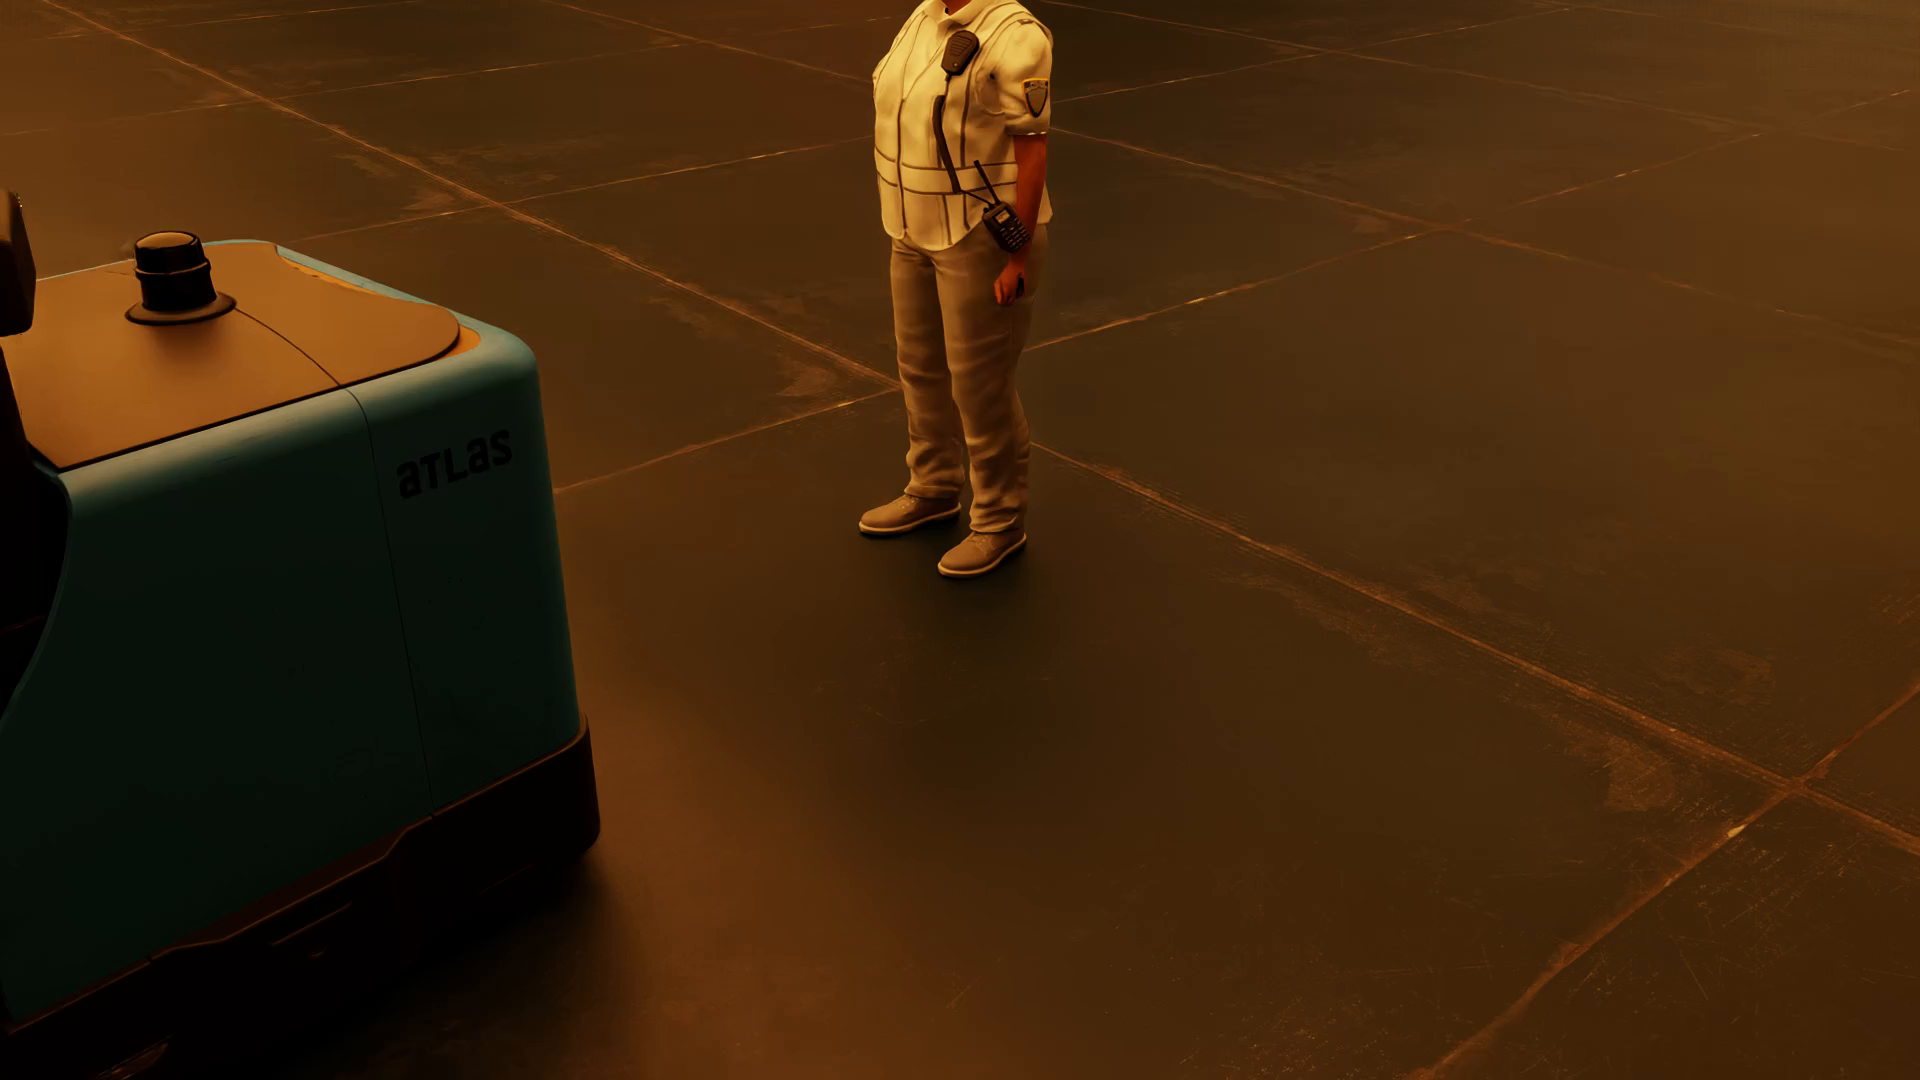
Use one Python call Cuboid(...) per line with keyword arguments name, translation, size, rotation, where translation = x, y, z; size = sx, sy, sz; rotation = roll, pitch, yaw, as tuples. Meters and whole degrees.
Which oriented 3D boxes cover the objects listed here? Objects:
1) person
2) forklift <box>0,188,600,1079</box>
Cuboid(name="person", translation=(-0.007, -0.743, 4.134), size=(0.394, 1.668, 0.483), rotation=(-20, 33, -35))
Cuboid(name="forklift", translation=(-2.047, -0.338, 1.883), size=(1.130, 2.935, 3.031), rotation=(21, 34, 36))
